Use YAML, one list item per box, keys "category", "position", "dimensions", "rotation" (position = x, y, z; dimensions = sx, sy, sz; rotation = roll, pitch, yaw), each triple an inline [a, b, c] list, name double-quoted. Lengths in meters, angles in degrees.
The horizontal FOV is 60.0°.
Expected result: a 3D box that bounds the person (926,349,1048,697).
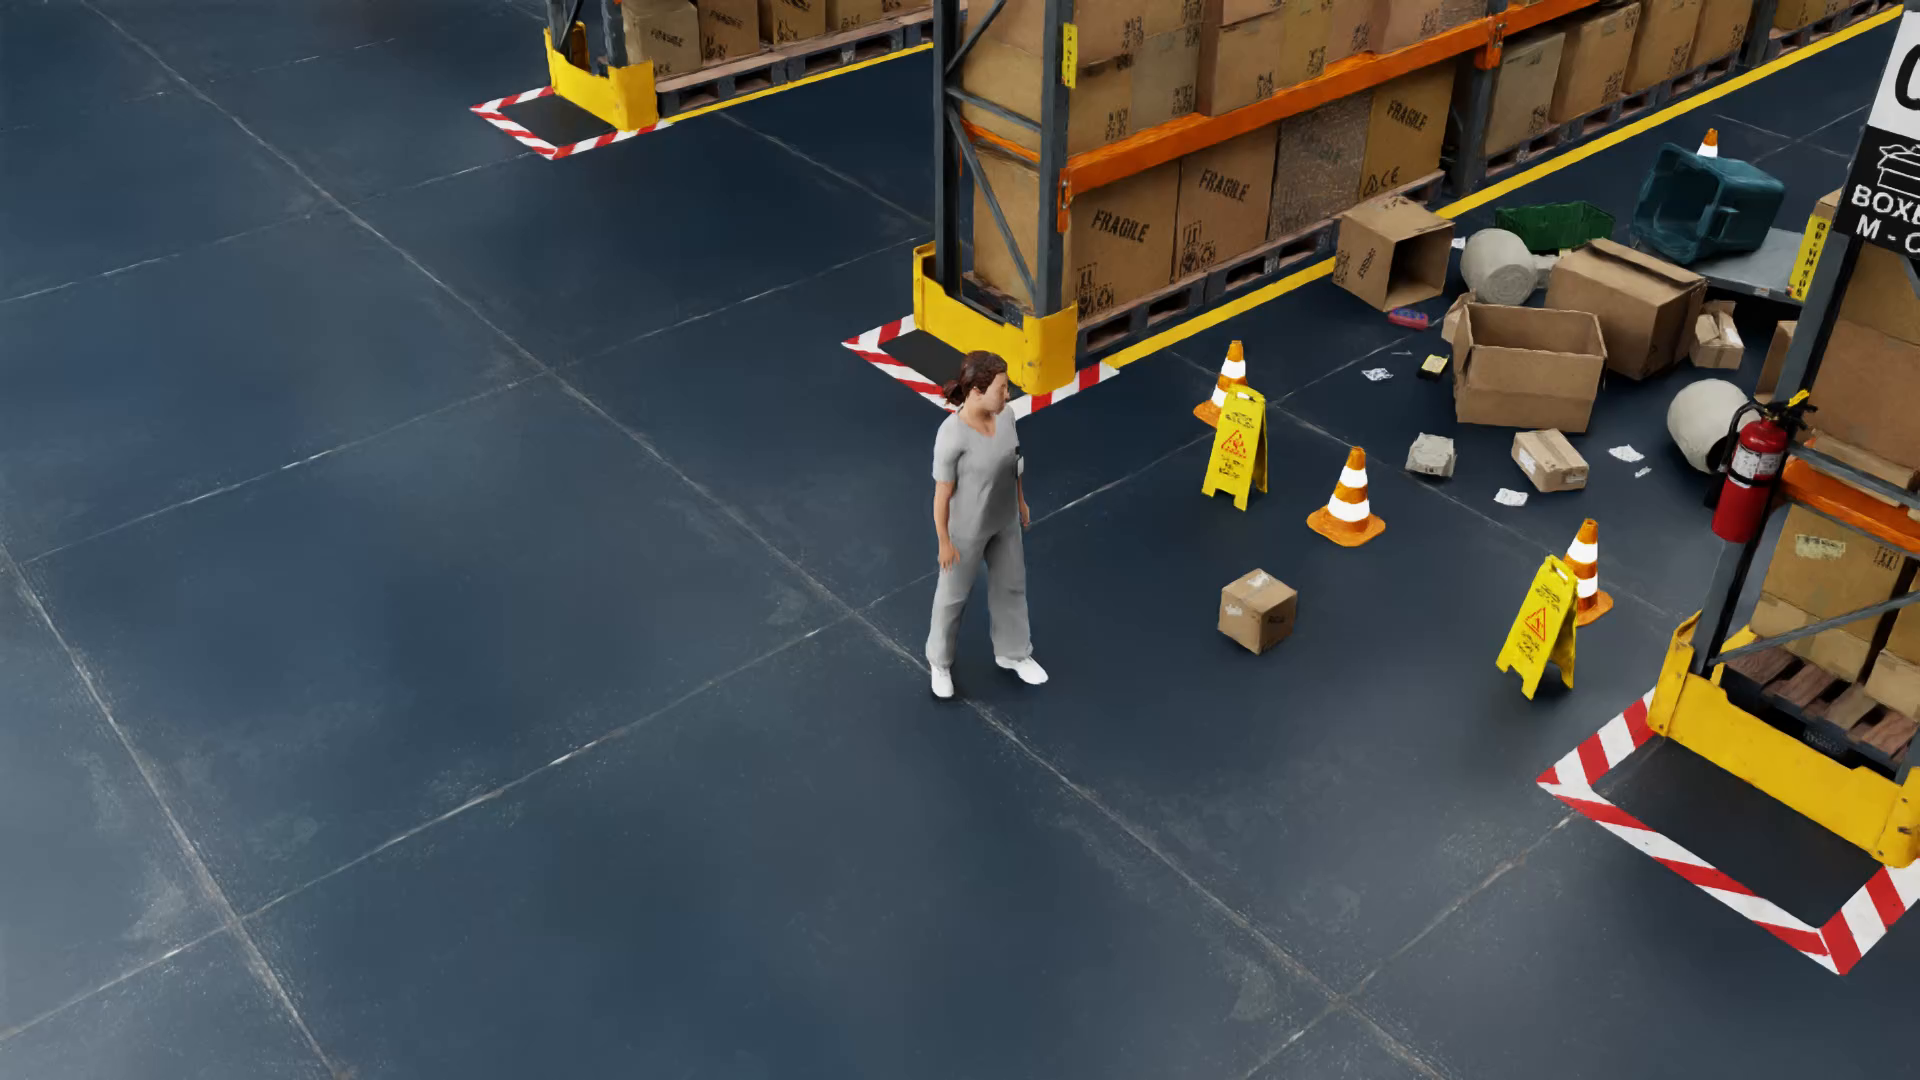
- category: "person"
  position: [0.119, -0.049, 7.120]
  dimensions: [0.536, 1.651, 0.513]
  rotation: [-28, 45, -33]
